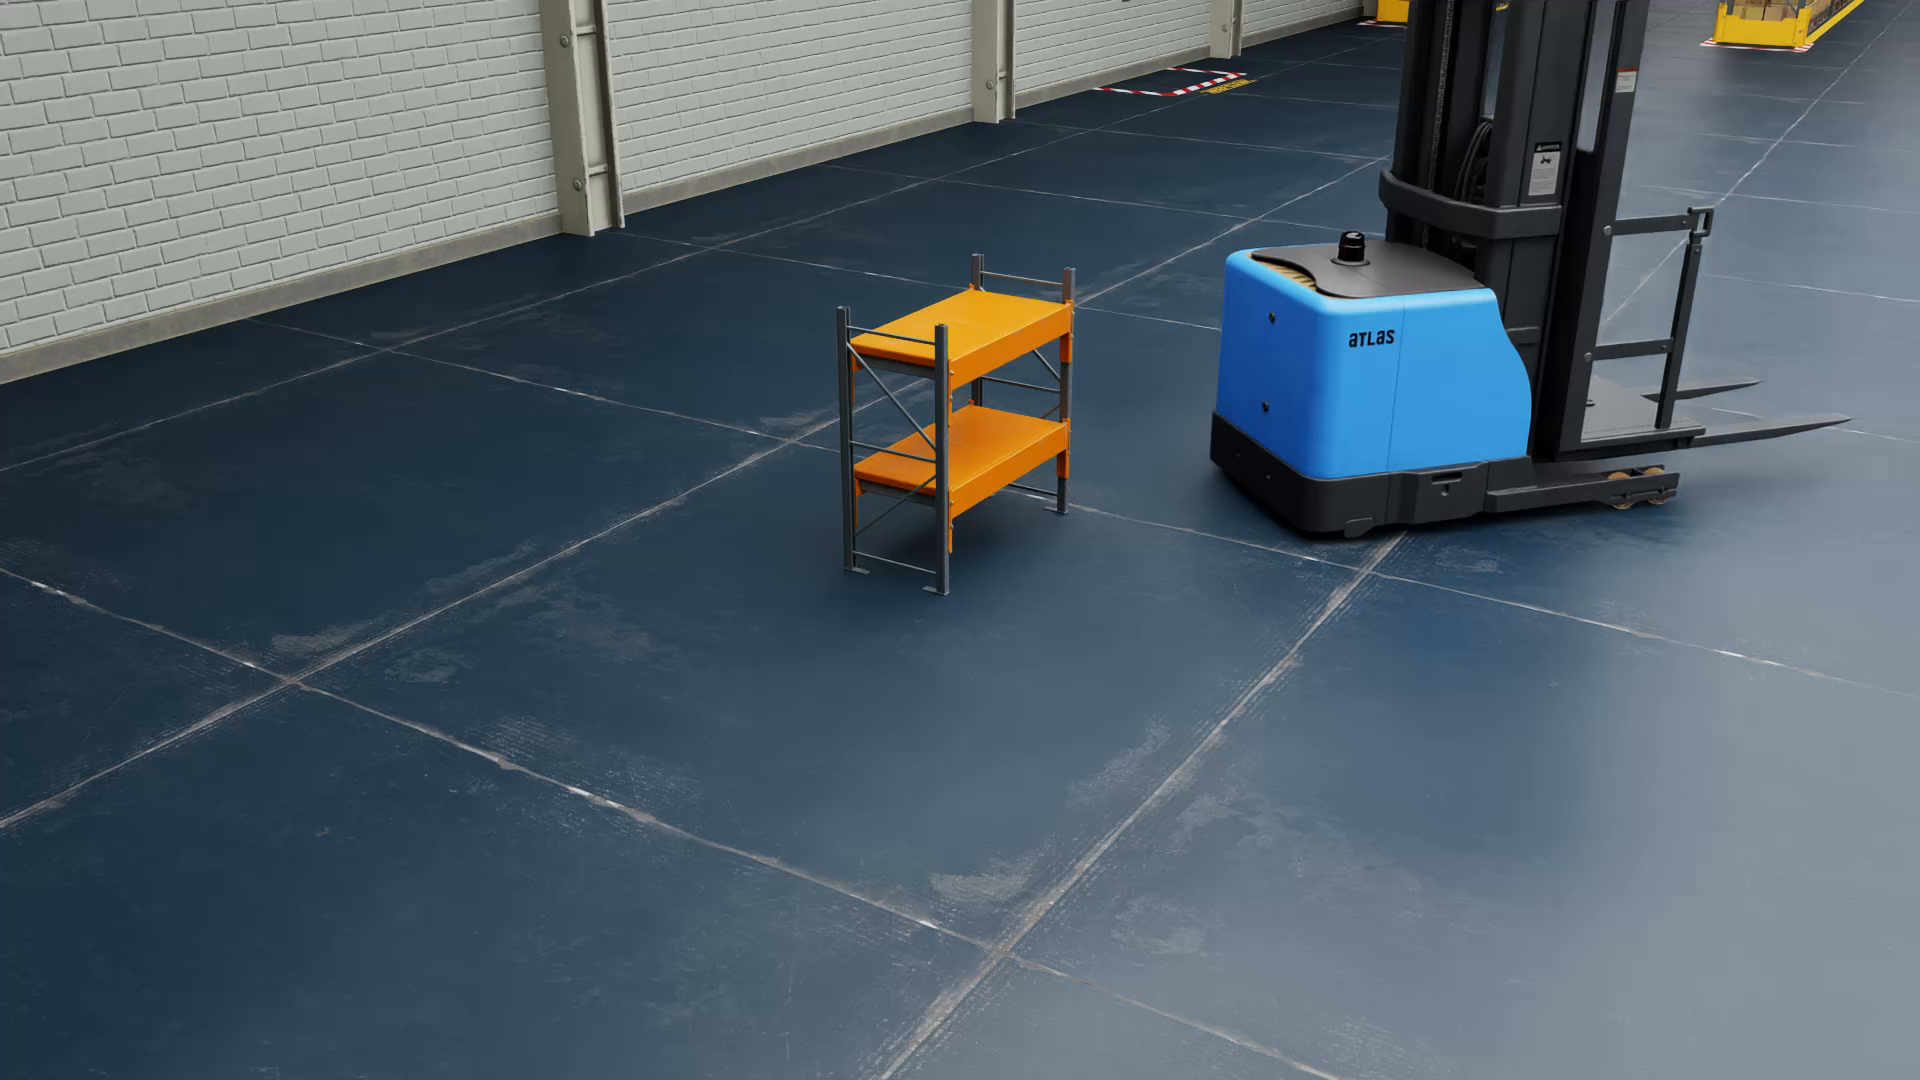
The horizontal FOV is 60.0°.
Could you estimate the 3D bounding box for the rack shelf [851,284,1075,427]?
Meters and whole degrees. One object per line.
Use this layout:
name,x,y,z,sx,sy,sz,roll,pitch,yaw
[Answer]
rack shelf,0.004,-0.787,6.916,0.538,0.278,1.000,14,27,29

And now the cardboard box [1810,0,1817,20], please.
cardboard box,12.251,-7.787,24.395,0.500,0.250,0.500,14,27,29

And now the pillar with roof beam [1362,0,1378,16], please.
pillar with roof beam,10.335,-11.689,22.924,9.100,9.000,0.400,14,27,29

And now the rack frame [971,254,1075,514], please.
rack frame,0.272,-0.690,7.428,0.500,1.125,0.032,14,27,29

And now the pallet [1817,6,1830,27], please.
pallet,12.909,-8.194,25.913,1.003,0.211,1.213,14,27,29

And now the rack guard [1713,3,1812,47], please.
rack guard,11.241,-7.228,23.318,1.175,0.500,0.348,14,27,29

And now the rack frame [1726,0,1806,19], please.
rack frame,11.254,-8.384,22.840,1.000,3.000,0.127,14,27,29

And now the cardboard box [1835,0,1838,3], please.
cardboard box,13.787,-8.749,26.616,0.500,0.250,0.500,13,27,28

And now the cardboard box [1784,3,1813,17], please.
cardboard box,11.986,-7.618,24.005,0.500,0.250,0.500,14,27,29

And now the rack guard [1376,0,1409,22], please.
rack guard,7.084,-8.299,25.791,1.175,0.500,0.348,14,27,29

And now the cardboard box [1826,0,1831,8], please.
cardboard box,13.305,-8.462,25.954,0.500,0.250,0.500,14,27,29

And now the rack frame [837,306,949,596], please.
rack frame,-0.265,-0.347,6.635,0.500,1.125,0.032,14,27,29

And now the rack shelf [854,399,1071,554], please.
rack shelf,0.004,-0.294,7.129,0.538,0.278,1.000,14,27,29

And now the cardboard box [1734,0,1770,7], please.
cardboard box,11.284,-7.902,23.716,0.500,0.500,0.500,14,27,29

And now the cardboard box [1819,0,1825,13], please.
cardboard box,12.782,-8.124,25.172,0.500,0.250,0.500,14,27,29

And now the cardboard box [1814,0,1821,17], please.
cardboard box,12.518,-7.955,24.782,0.500,0.250,0.500,14,27,29

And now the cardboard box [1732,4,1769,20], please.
cardboard box,11.286,-7.557,23.864,0.500,0.250,0.500,14,27,29

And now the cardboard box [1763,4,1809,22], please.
cardboard box,11.726,-7.449,23.614,0.500,0.250,0.500,14,27,29

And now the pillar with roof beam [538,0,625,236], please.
pillar with roof beam,0.840,-5.614,8.891,9.100,9.000,0.400,14,27,29

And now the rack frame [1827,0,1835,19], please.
rack frame,13.364,-9.734,25.959,1.000,3.000,0.127,14,27,29

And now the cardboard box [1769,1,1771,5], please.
cardboard box,11.539,-7.729,24.260,0.500,0.250,0.500,14,27,29

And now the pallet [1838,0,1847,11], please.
pallet,14.362,-9.124,28.061,1.003,0.211,1.213,14,27,29

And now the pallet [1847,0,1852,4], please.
pallet,15.007,-9.534,29.009,1.003,0.211,1.213,14,27,29

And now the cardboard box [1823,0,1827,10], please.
cardboard box,13.033,-8.296,25.569,0.500,0.250,0.500,14,27,29

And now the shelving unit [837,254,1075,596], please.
shelving unit,0.004,-0.518,7.032,0.538,1.125,1.048,14,27,29

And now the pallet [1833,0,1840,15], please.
pallet,13.719,-8.711,27.106,1.003,0.211,1.213,14,27,29

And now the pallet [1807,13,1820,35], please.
pallet,12.266,-7.781,24.958,1.003,0.211,1.213,14,27,29

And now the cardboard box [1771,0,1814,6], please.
cardboard box,11.988,-7.962,23.855,0.500,0.500,0.500,14,27,29

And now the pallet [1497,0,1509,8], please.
pallet,8.829,-9.257,28.367,1.003,0.211,1.213,14,27,29

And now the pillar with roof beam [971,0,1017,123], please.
pillar with roof beam,4.005,-7.639,13.568,9.100,9.000,0.400,14,27,29

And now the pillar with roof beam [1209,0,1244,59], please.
pillar with roof beam,7.170,-9.664,18.246,9.100,9.000,0.400,14,27,29

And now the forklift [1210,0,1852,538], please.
forklift,2.774,-1.677,7.435,3.031,2.935,1.130,-7,24,-16
